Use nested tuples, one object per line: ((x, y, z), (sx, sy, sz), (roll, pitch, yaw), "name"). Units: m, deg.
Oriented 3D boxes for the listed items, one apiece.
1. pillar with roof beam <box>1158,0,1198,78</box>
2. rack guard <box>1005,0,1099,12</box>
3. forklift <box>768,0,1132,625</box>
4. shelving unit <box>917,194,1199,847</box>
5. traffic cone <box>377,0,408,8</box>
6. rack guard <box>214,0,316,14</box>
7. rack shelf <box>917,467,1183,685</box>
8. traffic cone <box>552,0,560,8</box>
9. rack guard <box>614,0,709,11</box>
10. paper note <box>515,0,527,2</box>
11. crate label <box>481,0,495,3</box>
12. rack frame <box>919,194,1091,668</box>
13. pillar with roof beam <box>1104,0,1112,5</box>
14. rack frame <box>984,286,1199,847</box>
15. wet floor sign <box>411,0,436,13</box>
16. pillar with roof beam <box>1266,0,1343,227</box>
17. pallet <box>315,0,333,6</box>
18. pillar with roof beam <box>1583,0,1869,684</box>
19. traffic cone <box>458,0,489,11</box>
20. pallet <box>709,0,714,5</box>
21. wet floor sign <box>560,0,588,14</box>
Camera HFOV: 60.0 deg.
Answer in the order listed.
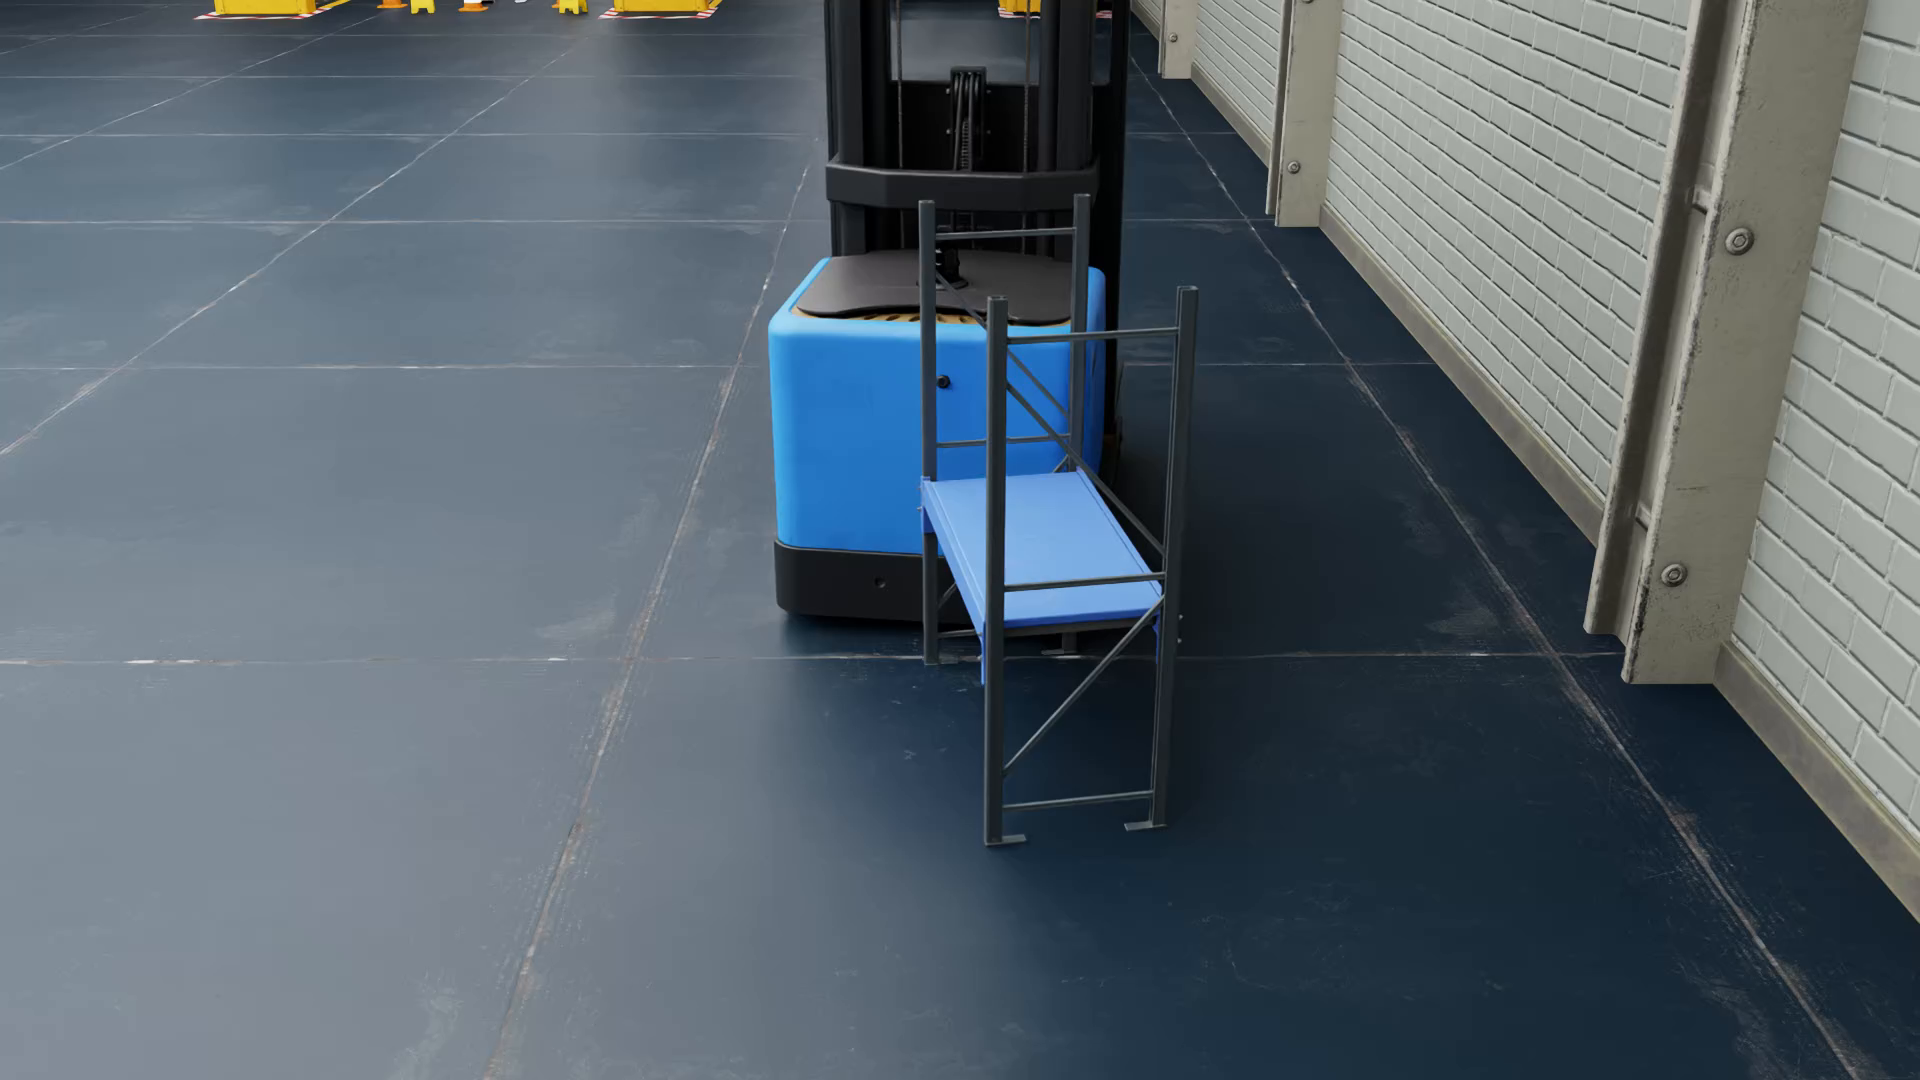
((-2.180, -8.654, 14.465), (9.100, 9.000, 0.400), (0, 24, -1), "pillar with roof beam")
((1.166, -6.973, 21.061), (1.175, 0.500, 0.348), (0, 24, -1), "rack guard")
((0.094, -1.617, 6.268), (1.130, 2.935, 3.031), (3, 25, 7), "forklift")
((0.221, -0.095, 4.634), (0.538, 1.500, 1.048), (-4, 24, -9), "shelving unit")
((-7.332, -7.103, 21.394), (0.336, 0.463, 0.334), (0, 24, -1), "traffic cone")
((-8.746, -6.885, 20.867), (1.175, 0.500, 0.348), (0, 24, -1), "rack guard")
((0.222, 0.069, 4.708), (0.538, 0.185, 1.000), (-4, 24, -9), "rack shelf")
((-5.092, -7.113, 21.416), (0.336, 0.463, 0.334), (0, 24, -1), "traffic cone")
((-3.798, -6.990, 21.099), (1.175, 0.500, 0.348), (0, 24, -1), "rack guard")
((-5.798, -7.126, 21.968), (0.148, 0.019, 0.142), (-9, 26, -19), "paper note")
((-6.269, -7.144, 21.878), (0.250, 0.136, 0.298), (-14, 28, -28), "crate label")
((0.131, -0.299, 5.091), (0.500, 1.500, 0.032), (-4, 24, -9), "rack frame")
((-2.245, -11.127, 19.932), (9.100, 9.000, 0.400), (0, 24, -1), "pillar with roof beam")
((0.312, 0.110, 4.178), (0.500, 1.500, 0.032), (-4, 24, -9), "rack frame")
((-6.766, -6.958, 20.852), (0.267, 0.644, 0.232), (-4, 25, -10), "wet floor sign")
((-2.114, -6.182, 8.999), (9.100, 9.000, 0.400), (0, 24, -1), "pillar with roof beam")
((-8.833, -7.093, 21.676), (1.003, 0.211, 1.213), (0, 24, -1), "pallet")
((-2.049, -3.710, 3.532), (9.100, 9.000, 0.400), (0, 24, -1), "pillar with roof beam")
((-6.198, -6.968, 21.096), (0.336, 0.463, 0.334), (0, 24, -1), "traffic cone")
((-3.772, -7.194, 21.899), (1.003, 0.211, 1.213), (0, 24, -1), "pallet")
((-4.865, -6.942, 20.816), (0.267, 0.644, 0.232), (8, 26, 18), "wet floor sign")
